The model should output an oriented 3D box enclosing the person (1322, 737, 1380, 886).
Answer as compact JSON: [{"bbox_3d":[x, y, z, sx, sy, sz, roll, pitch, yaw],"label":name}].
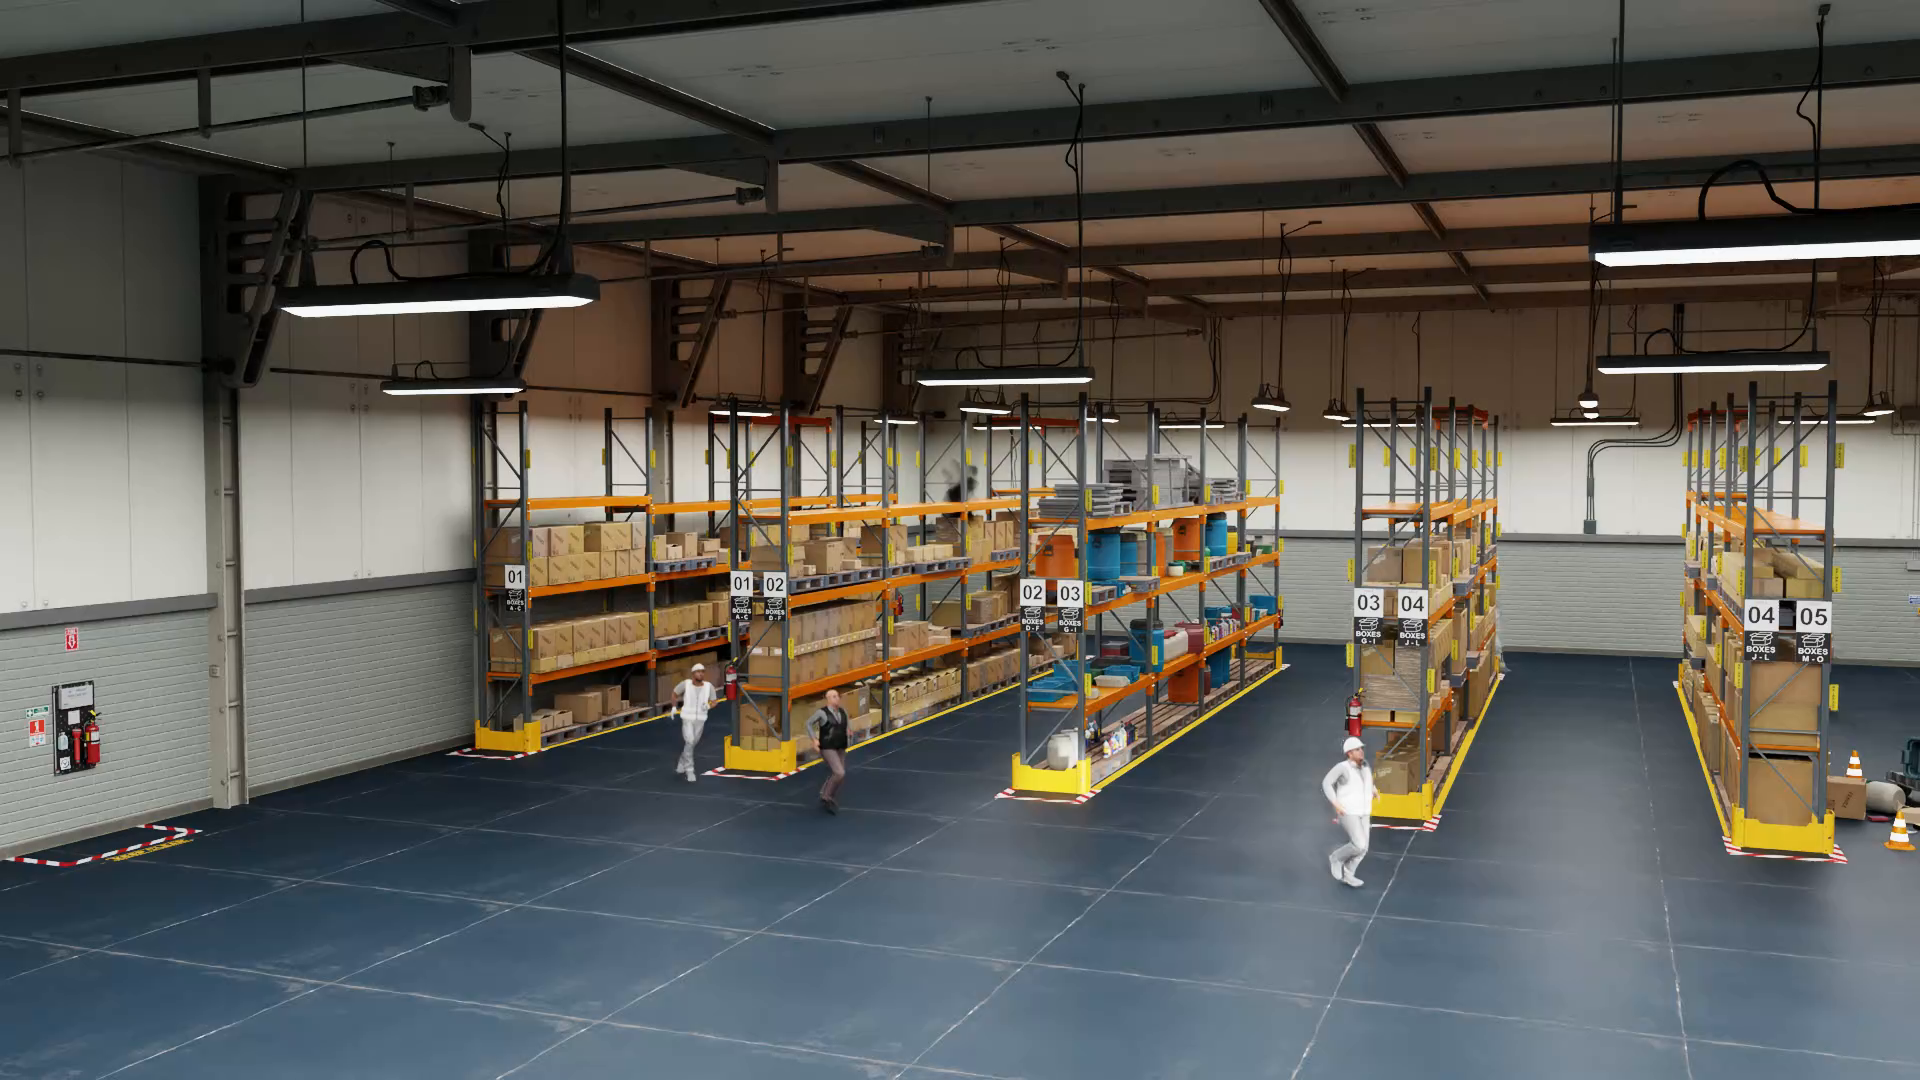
[{"bbox_3d":[4.631,3.182,19.434,0.703,1.743,0.542,-2,3,-32],"label":"person"}]

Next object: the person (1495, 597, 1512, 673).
[{"bbox_3d":[12.500,2.184,39.091,1.028,1.774,0.688,2,3,36],"label":"person"}]

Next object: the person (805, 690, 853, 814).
[{"bbox_3d":[-1.789,3.000,23.570,0.721,1.744,0.627,3,4,42],"label":"person"}]

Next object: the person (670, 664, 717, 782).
[{"bbox_3d":[-4.147,2.834,26.096,0.709,1.774,0.886,-1,3,-26],"label":"person"}]
